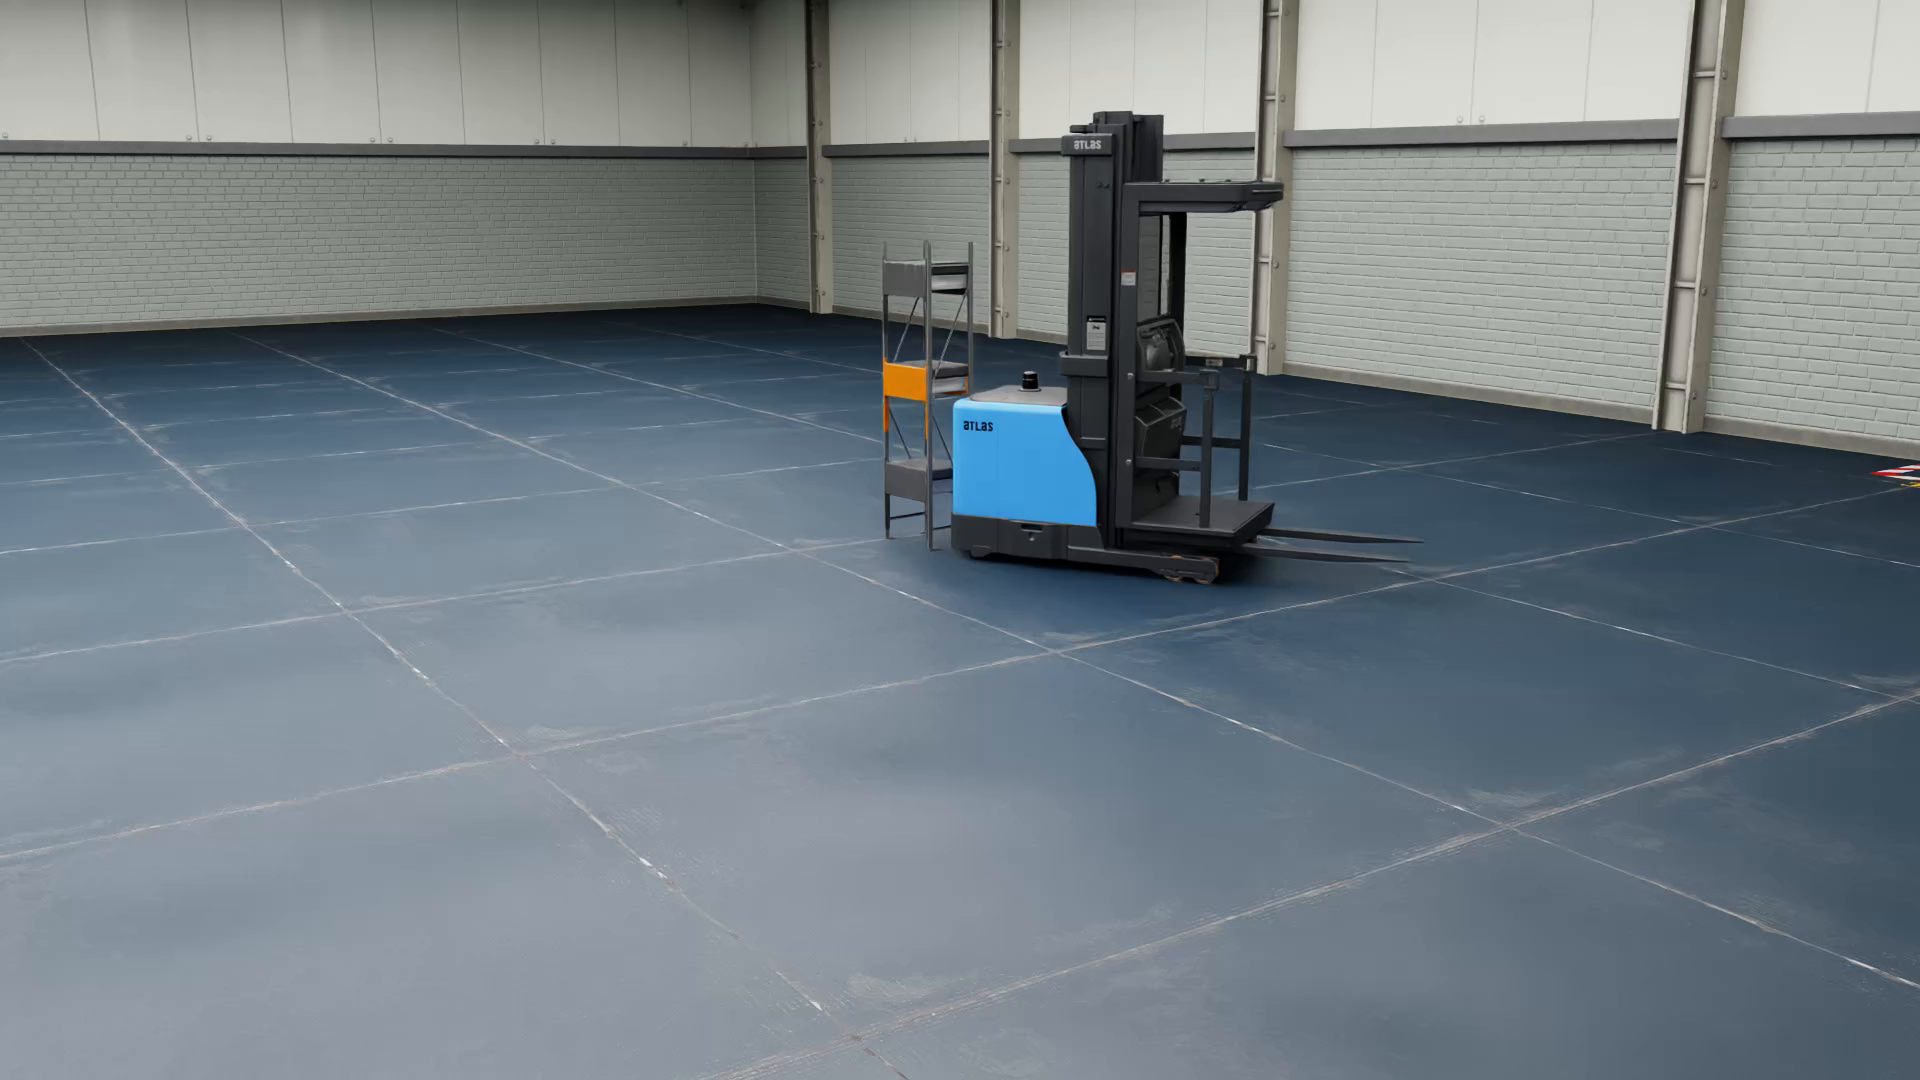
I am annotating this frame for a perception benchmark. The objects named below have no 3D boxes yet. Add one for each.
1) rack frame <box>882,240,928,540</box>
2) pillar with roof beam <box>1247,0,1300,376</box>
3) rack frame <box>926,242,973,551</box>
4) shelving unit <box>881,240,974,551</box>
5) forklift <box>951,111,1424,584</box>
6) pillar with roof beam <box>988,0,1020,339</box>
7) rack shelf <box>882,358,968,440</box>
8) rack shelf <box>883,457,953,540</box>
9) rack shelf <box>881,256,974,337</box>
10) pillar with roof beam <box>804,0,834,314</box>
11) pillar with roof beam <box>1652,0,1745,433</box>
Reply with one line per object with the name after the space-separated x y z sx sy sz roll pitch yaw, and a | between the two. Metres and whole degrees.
-0.381 -1.057 11.780 0.400 2.100 0.015 -10 16 -39 | rack frame
0.435 -6.081 18.604 9.100 9.000 0.400 -8 15 -33 | pillar with roof beam
-0.068 -0.977 11.415 0.400 2.100 0.015 -10 16 -39 | rack frame
-0.225 -1.017 11.598 0.431 2.100 0.503 -10 16 -39 | shelving unit
1.503 -1.279 10.850 3.031 2.935 1.130 5 13 23 | forklift
-2.889 -7.148 23.484 9.100 9.000 0.400 -8 15 -33 | pillar with roof beam
-0.225 -1.004 11.601 0.431 0.518 0.480 -10 16 -39 | rack shelf
-0.225 -0.320 11.750 0.431 0.518 0.480 -10 16 -39 | rack shelf
-0.225 -1.688 11.451 0.431 0.518 0.480 -10 16 -39 | rack shelf
-6.214 -8.215 28.363 9.100 9.000 0.400 -8 15 -33 | pillar with roof beam
3.759 -5.014 13.724 9.100 9.000 0.400 -8 15 -33 | pillar with roof beam
